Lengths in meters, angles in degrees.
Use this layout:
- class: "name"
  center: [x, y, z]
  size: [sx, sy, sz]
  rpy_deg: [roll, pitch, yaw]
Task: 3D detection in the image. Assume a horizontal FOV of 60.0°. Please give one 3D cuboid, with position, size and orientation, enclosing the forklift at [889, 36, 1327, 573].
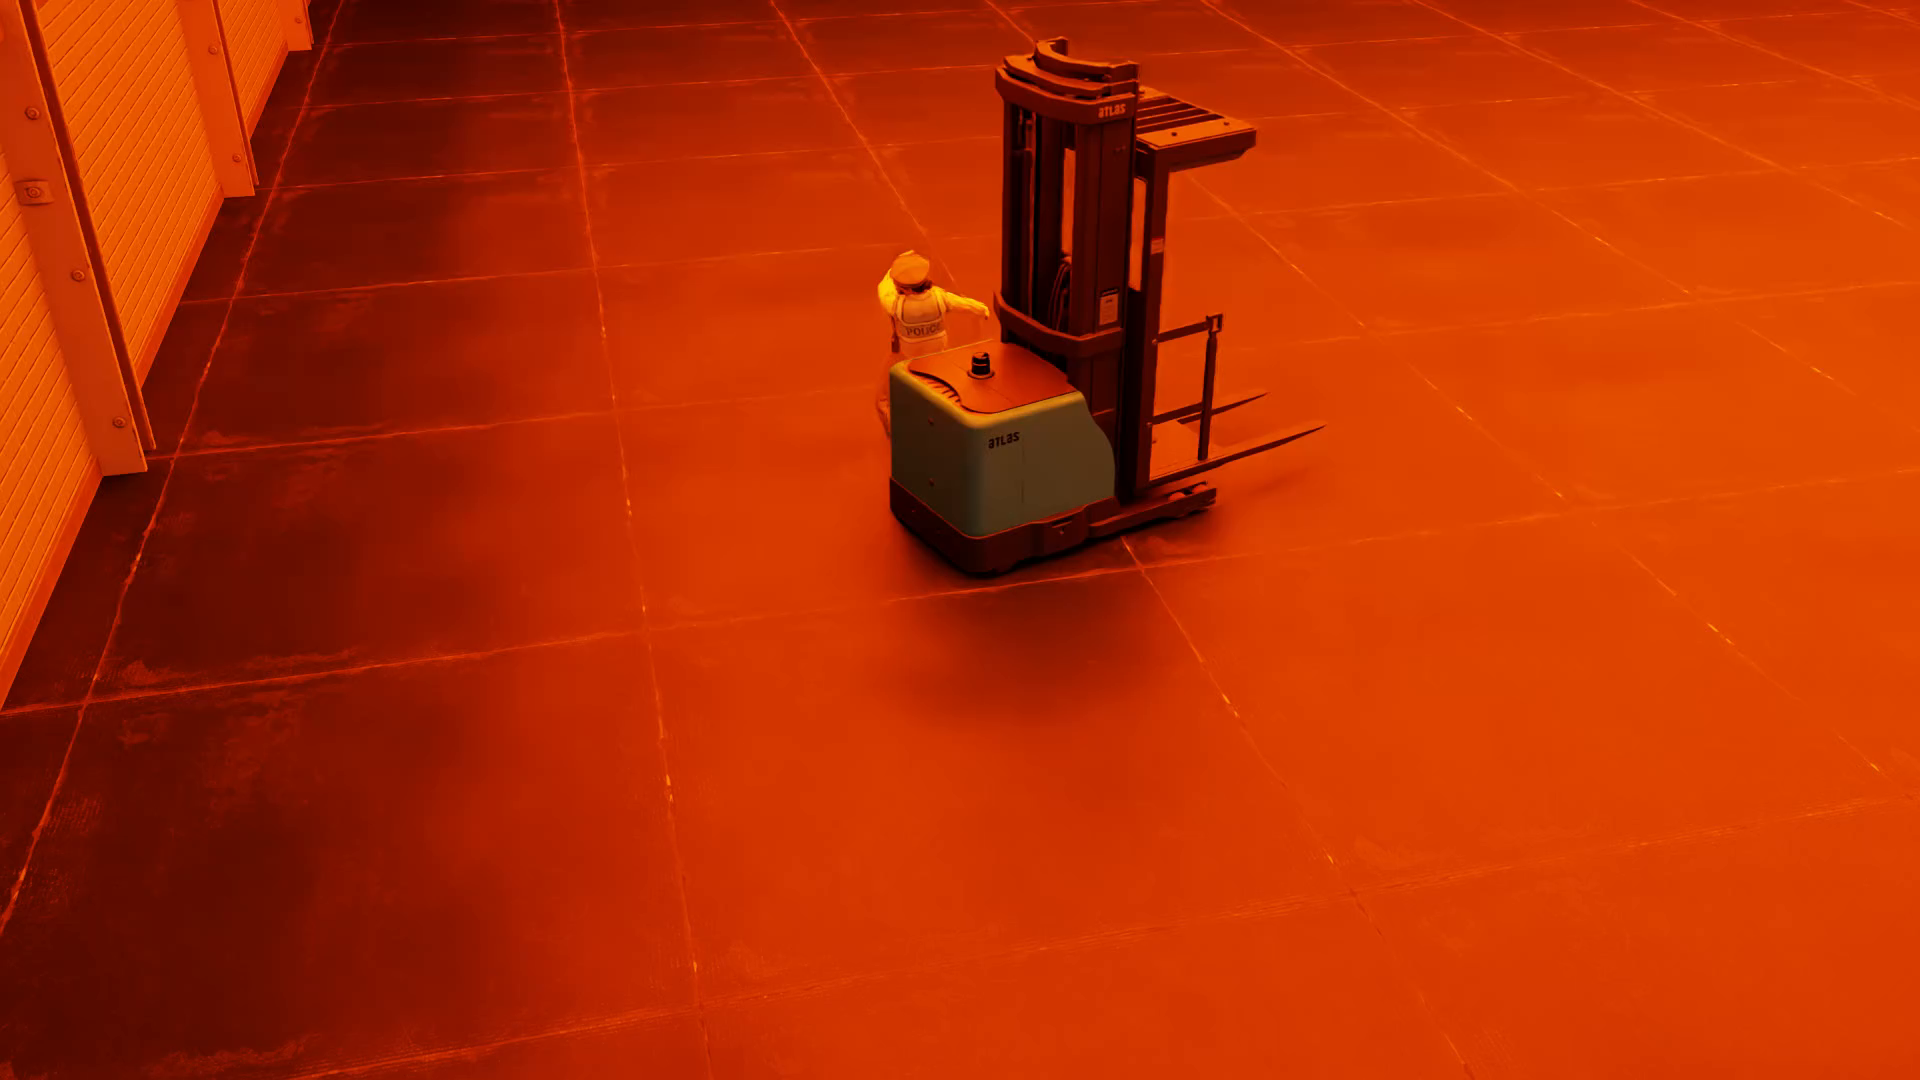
- class: "forklift"
  center: [1.070, -1.614, 10.362]
  size: [3.031, 2.935, 1.130]
  rpy_deg: [-18, 34, -27]

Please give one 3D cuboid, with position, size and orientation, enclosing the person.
- class: "person"
  center: [-0.172, -1.308, 11.238]
  size: [0.885, 1.476, 0.788]
  rpy_deg: [-14, 33, -23]
